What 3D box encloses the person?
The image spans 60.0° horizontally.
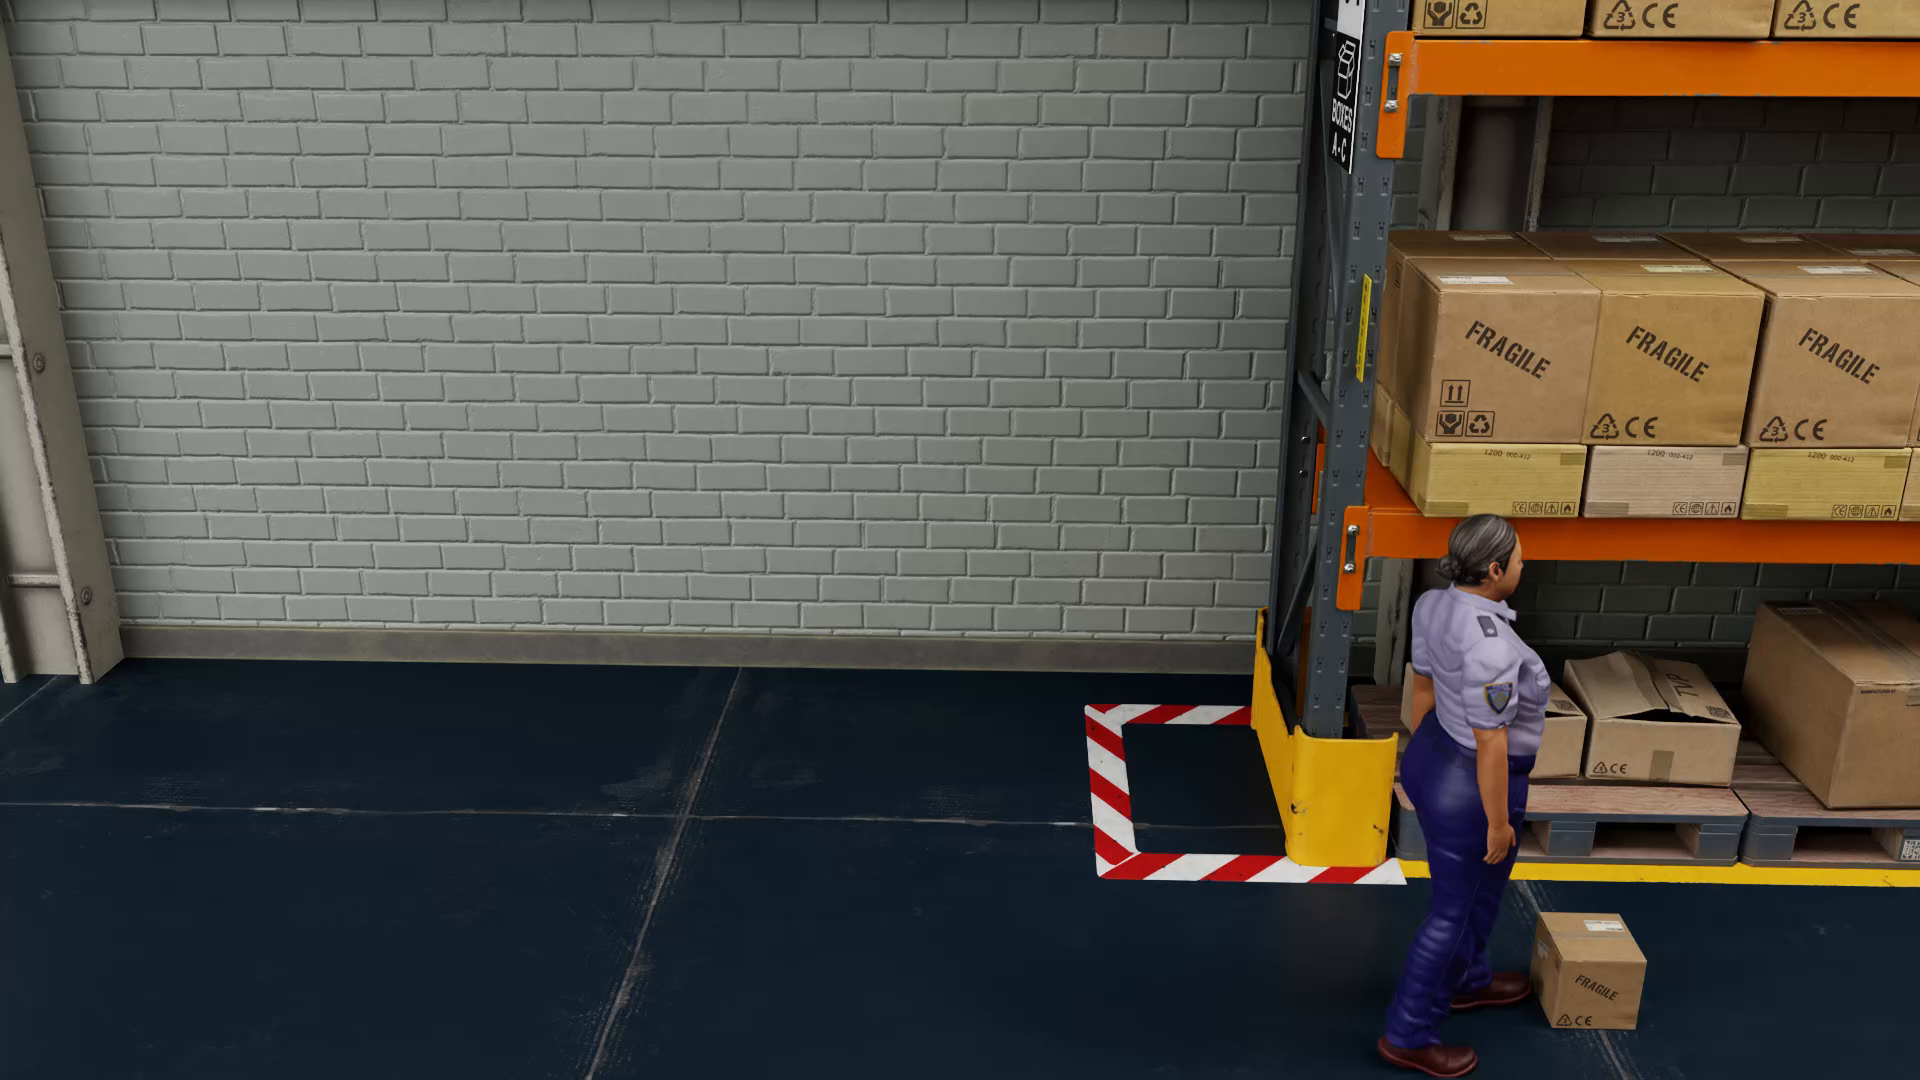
[{"bbox_3d":[1.495,0.712,4.746,0.579,1.667,0.489,-2,21,-5],"label":"person"}]
